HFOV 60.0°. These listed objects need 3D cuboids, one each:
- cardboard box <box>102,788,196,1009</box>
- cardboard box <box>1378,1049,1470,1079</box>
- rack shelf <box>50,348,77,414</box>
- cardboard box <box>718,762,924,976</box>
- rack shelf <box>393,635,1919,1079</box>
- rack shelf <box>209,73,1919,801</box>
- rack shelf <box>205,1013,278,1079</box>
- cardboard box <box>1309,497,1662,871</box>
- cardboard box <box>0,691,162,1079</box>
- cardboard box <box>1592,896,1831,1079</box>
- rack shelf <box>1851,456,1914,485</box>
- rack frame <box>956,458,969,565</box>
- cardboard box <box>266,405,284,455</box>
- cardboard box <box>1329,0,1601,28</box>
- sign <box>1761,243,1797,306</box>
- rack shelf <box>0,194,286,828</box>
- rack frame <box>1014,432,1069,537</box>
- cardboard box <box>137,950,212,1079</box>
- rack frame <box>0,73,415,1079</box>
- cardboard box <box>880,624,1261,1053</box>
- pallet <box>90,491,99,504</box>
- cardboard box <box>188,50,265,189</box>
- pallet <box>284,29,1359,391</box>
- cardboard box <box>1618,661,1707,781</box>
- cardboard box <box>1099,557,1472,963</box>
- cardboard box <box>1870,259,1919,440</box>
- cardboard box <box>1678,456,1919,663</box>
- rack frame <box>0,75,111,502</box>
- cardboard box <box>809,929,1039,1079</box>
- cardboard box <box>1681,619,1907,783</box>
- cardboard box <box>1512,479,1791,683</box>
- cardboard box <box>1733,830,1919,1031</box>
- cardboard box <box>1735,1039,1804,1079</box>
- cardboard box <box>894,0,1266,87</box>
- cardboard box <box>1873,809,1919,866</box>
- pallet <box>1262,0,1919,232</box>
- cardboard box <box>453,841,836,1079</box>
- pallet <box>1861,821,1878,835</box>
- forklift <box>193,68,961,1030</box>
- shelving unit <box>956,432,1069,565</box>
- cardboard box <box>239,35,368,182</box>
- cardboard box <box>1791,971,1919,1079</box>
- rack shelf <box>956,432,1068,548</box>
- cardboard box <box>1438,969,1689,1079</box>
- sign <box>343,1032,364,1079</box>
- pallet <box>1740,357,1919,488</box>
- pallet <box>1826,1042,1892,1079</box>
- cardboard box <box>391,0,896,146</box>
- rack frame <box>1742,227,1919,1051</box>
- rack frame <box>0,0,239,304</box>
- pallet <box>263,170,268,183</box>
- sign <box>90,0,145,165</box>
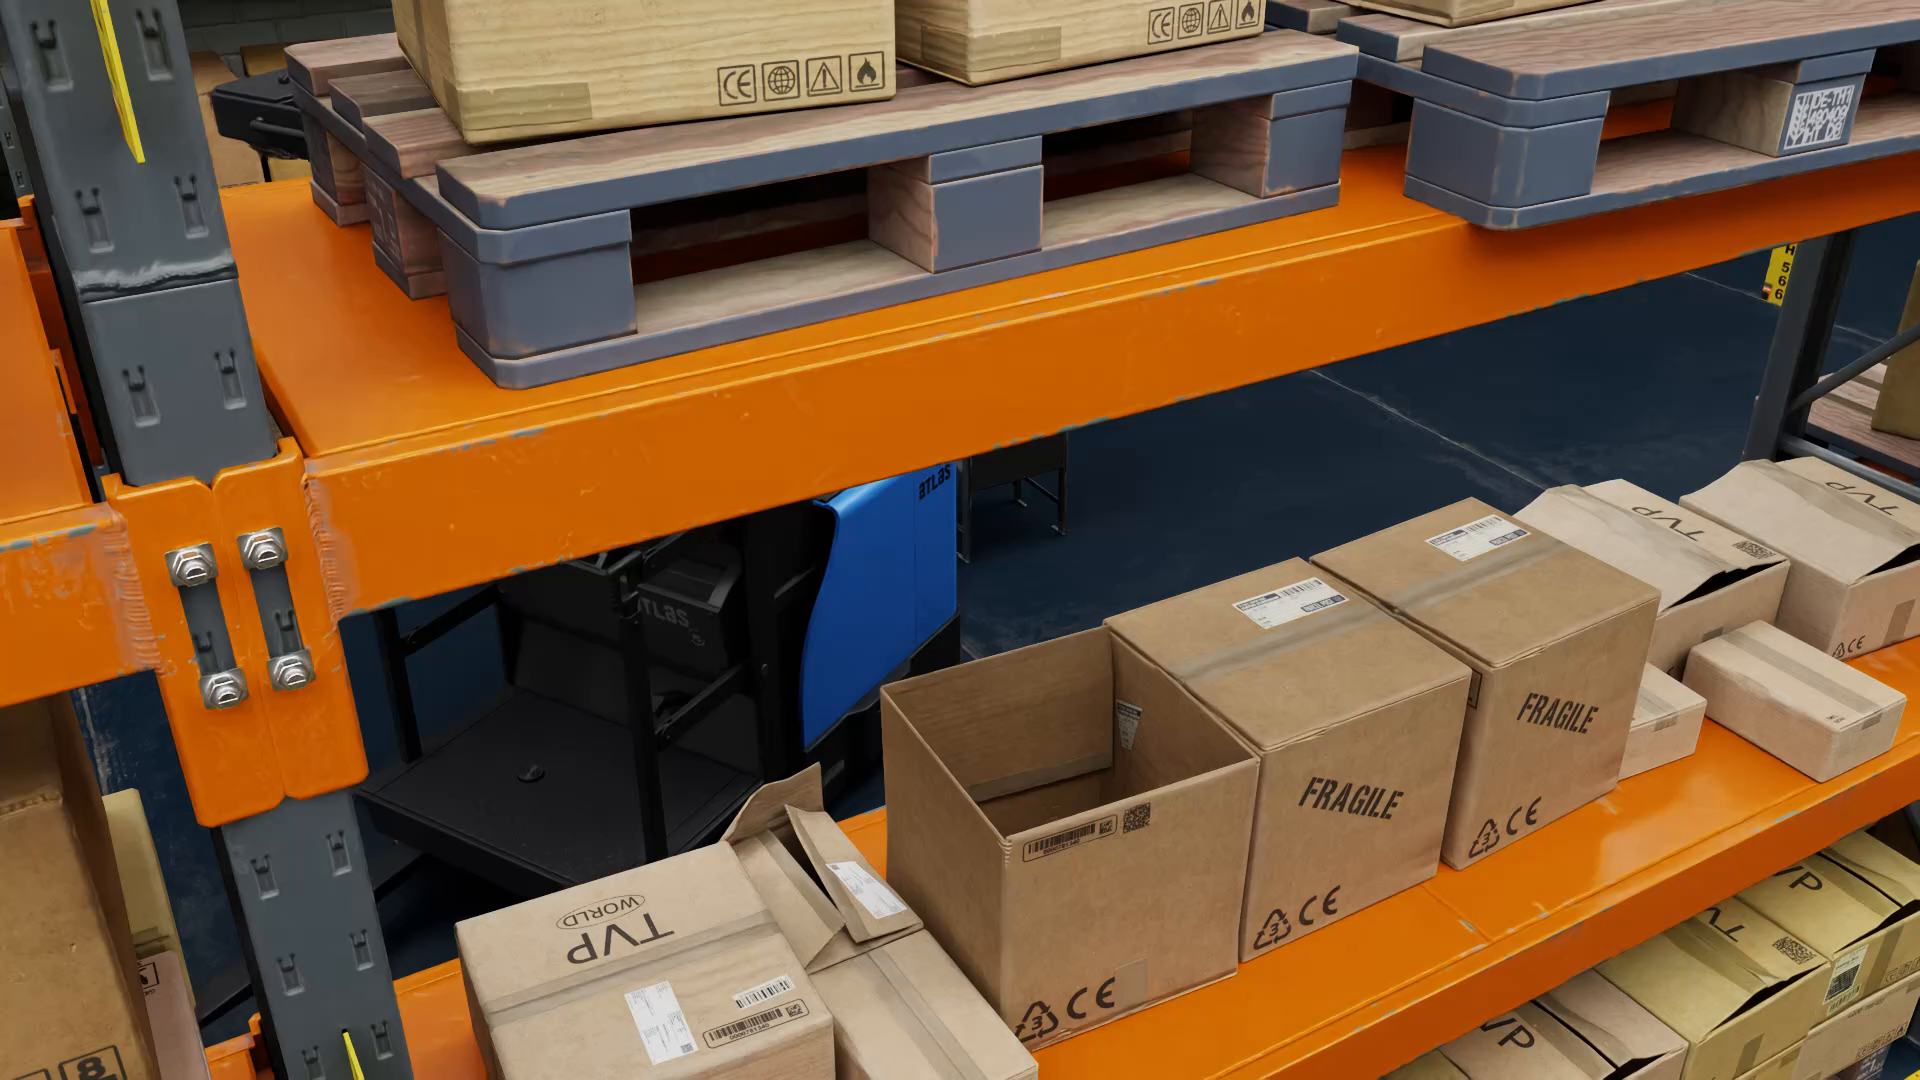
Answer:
[{"bbox_3d":[-1.269,0.548,2.378,0.250,0.149,0.380,-16,33,-26],"label":"cardboard box"},{"bbox_3d":[0.868,1.291,3.637,0.500,0.311,0.500,-15,32,-25],"label":"cardboard box"},{"bbox_3d":[-5.177,-0.368,5.556,4.000,0.370,1.077,-16,33,-26],"label":"rack shelf"},{"bbox_3d":[-0.275,0.658,3.093,0.258,0.266,0.396,-17,33,-28],"label":"cardboard box"},{"bbox_3d":[0.785,0.716,3.593,4.000,0.370,1.077,-16,33,-26],"label":"rack shelf"},{"bbox_3d":[0.785,-0.597,2.868,4.000,0.370,1.077,-16,33,-26],"label":"rack shelf"},{"bbox_3d":[-2.664,1.695,1.818,4.000,0.370,1.077,-16,33,-26],"label":"rack shelf"},{"bbox_3d":[1.071,0.285,3.525,0.500,0.500,0.500,-18,34,-29],"label":"cardboard box"},{"bbox_3d":[-1.319,0.390,1.992,0.500,0.500,0.700,-16,33,-26],"label":"cardboard box"},{"bbox_3d":[1.737,1.047,4.080,0.500,0.311,0.500,-16,33,-27],"label":"cardboard box"},{"bbox_3d":[4.233,-0.263,5.367,4.000,0.370,1.077,-16,33,-26],"label":"rack shelf"},{"bbox_3d":[-0.068,-0.900,6.708,0.015,2.100,0.400,-16,33,-26],"label":"rack frame"},{"bbox_3d":[-2.826,-0.457,7.106,0.500,0.500,0.700,-15,32,-25],"label":"cardboard box"},{"bbox_3d":[0.740,-0.983,2.544,0.500,0.250,0.500,-19,34,-30],"label":"cardboard box"},{"bbox_3d":[2.226,-0.785,4.451,0.005,0.325,0.100,-16,33,-26],"label":"sign"},{"bbox_3d":[-2.664,0.382,1.094,4.000,0.370,1.077,-16,33,-26],"label":"rack shelf"},{"bbox_3d":[0.353,-1.020,6.924,0.015,2.100,0.400,-16,33,-26],"label":"rack frame"},{"bbox_3d":[-1.066,0.719,2.068,0.250,0.149,0.380,-16,33,-26],"label":"cardboard box"},{"bbox_3d":[-0.940,0.891,2.532,0.127,3.000,1.000,-16,33,-26],"label":"rack frame"},{"bbox_3d":[0.185,0.537,3.070,0.500,0.500,0.500,-13,32,-23],"label":"cardboard box"},{"bbox_3d":[-4.014,0.228,6.619,1.213,0.211,1.003,-16,33,-26],"label":"pallet"},{"bbox_3d":[-2.996,-1.519,6.339,0.500,0.500,0.700,-16,33,-26],"label":"cardboard box"},{"bbox_3d":[-0.186,-0.560,2.254,1.217,0.209,0.805,-17,33,-28],"label":"pallet"},{"bbox_3d":[1.438,0.357,3.758,0.250,0.149,0.380,-13,32,-23],"label":"cardboard box"},{"bbox_3d":[0.617,0.414,3.292,0.500,0.500,0.500,-16,33,-26],"label":"cardboard box"},{"bbox_3d":[2.995,-0.517,4.545,0.700,0.500,0.500,22,36,34],"label":"cardboard box"},{"bbox_3d":[2.173,0.021,4.199,0.500,0.311,0.500,-14,32,-23],"label":"cardboard box"},{"bbox_3d":[-3.453,-1.172,6.269,0.127,3.000,1.000,-16,33,-26],"label":"rack frame"},{"bbox_3d":[-0.072,0.869,2.831,0.250,0.149,0.380,-16,33,-26],"label":"cardboard box"},{"bbox_3d":[1.874,0.357,3.759,0.250,0.149,0.380,-16,33,-26],"label":"cardboard box"},{"bbox_3d":[1.640,0.089,4.077,0.500,0.311,0.500,-16,33,-27],"label":"cardboard box"},{"bbox_3d":[2.182,0.917,4.315,0.500,0.311,0.500,-15,32,-25],"label":"cardboard box"},{"bbox_3d":[1.736,1.290,4.220,0.500,0.250,0.500,-16,33,-27],"label":"cardboard box"},{"bbox_3d":[0.069,-0.823,2.253,0.500,0.250,0.500,-19,34,-31],"label":"cardboard box"},{"bbox_3d":[3.046,0.821,4.790,0.500,0.500,0.500,-14,32,-24],"label":"cardboard box"},{"bbox_3d":[1.007,-0.841,2.760,1.213,0.211,1.003,-14,32,-24],"label":"pallet"},{"bbox_3d":[-0.537,0.818,2.819,0.500,0.250,0.500,-14,32,-23],"label":"cardboard box"},{"bbox_3d":[3.172,0.965,5.282,1.213,0.211,1.003,-16,33,-26],"label":"pallet"},{"bbox_3d":[-1.172,-0.270,4.705,1.130,2.935,3.031,16,33,26],"label":"forklift"},{"bbox_3d":[0.143,-0.960,6.816,0.503,2.100,0.431,-16,33,-26],"label":"shelving unit"},{"bbox_3d":[-2.511,-1.653,6.581,0.500,0.500,0.700,-12,31,-21],"label":"cardboard box"},{"bbox_3d":[2.179,1.162,4.451,0.500,0.250,0.500,-15,32,-25],"label":"cardboard box"},{"bbox_3d":[0.143,-0.335,7.161,0.480,0.518,0.431,-16,33,-26],"label":"rack shelf"},{"bbox_3d":[1.301,1.169,3.858,0.500,0.311,0.500,-16,33,-27],"label":"cardboard box"},{"bbox_3d":[-0.657,0.708,1.885,0.005,0.325,0.100,-16,33,-26],"label":"sign"},{"bbox_3d":[3.058,-0.200,4.706,1.003,0.211,1.213,-16,33,-26],"label":"pallet"},{"bbox_3d":[1.779,1.318,4.644,1.213,0.211,1.003,-16,33,-26],"label":"pallet"},{"bbox_3d":[-0.404,-0.688,2.008,0.500,0.250,0.500,-12,31,-21],"label":"cardboard box"},{"bbox_3d":[2.509,-0.089,4.306,0.127,3.000,1.000,-16,33,-26],"label":"rack frame"},{"bbox_3d":[-0.940,-1.736,1.082,0.127,3.000,1.000,-16,33,-26],"label":"rack frame"},{"bbox_3d":[-2.720,-1.215,6.545,1.213,0.211,1.003,-16,33,-26],"label":"pallet"},{"bbox_3d":[-0.657,-0.453,1.245,0.005,0.325,0.100,-16,33,-26],"label":"sign"}]
